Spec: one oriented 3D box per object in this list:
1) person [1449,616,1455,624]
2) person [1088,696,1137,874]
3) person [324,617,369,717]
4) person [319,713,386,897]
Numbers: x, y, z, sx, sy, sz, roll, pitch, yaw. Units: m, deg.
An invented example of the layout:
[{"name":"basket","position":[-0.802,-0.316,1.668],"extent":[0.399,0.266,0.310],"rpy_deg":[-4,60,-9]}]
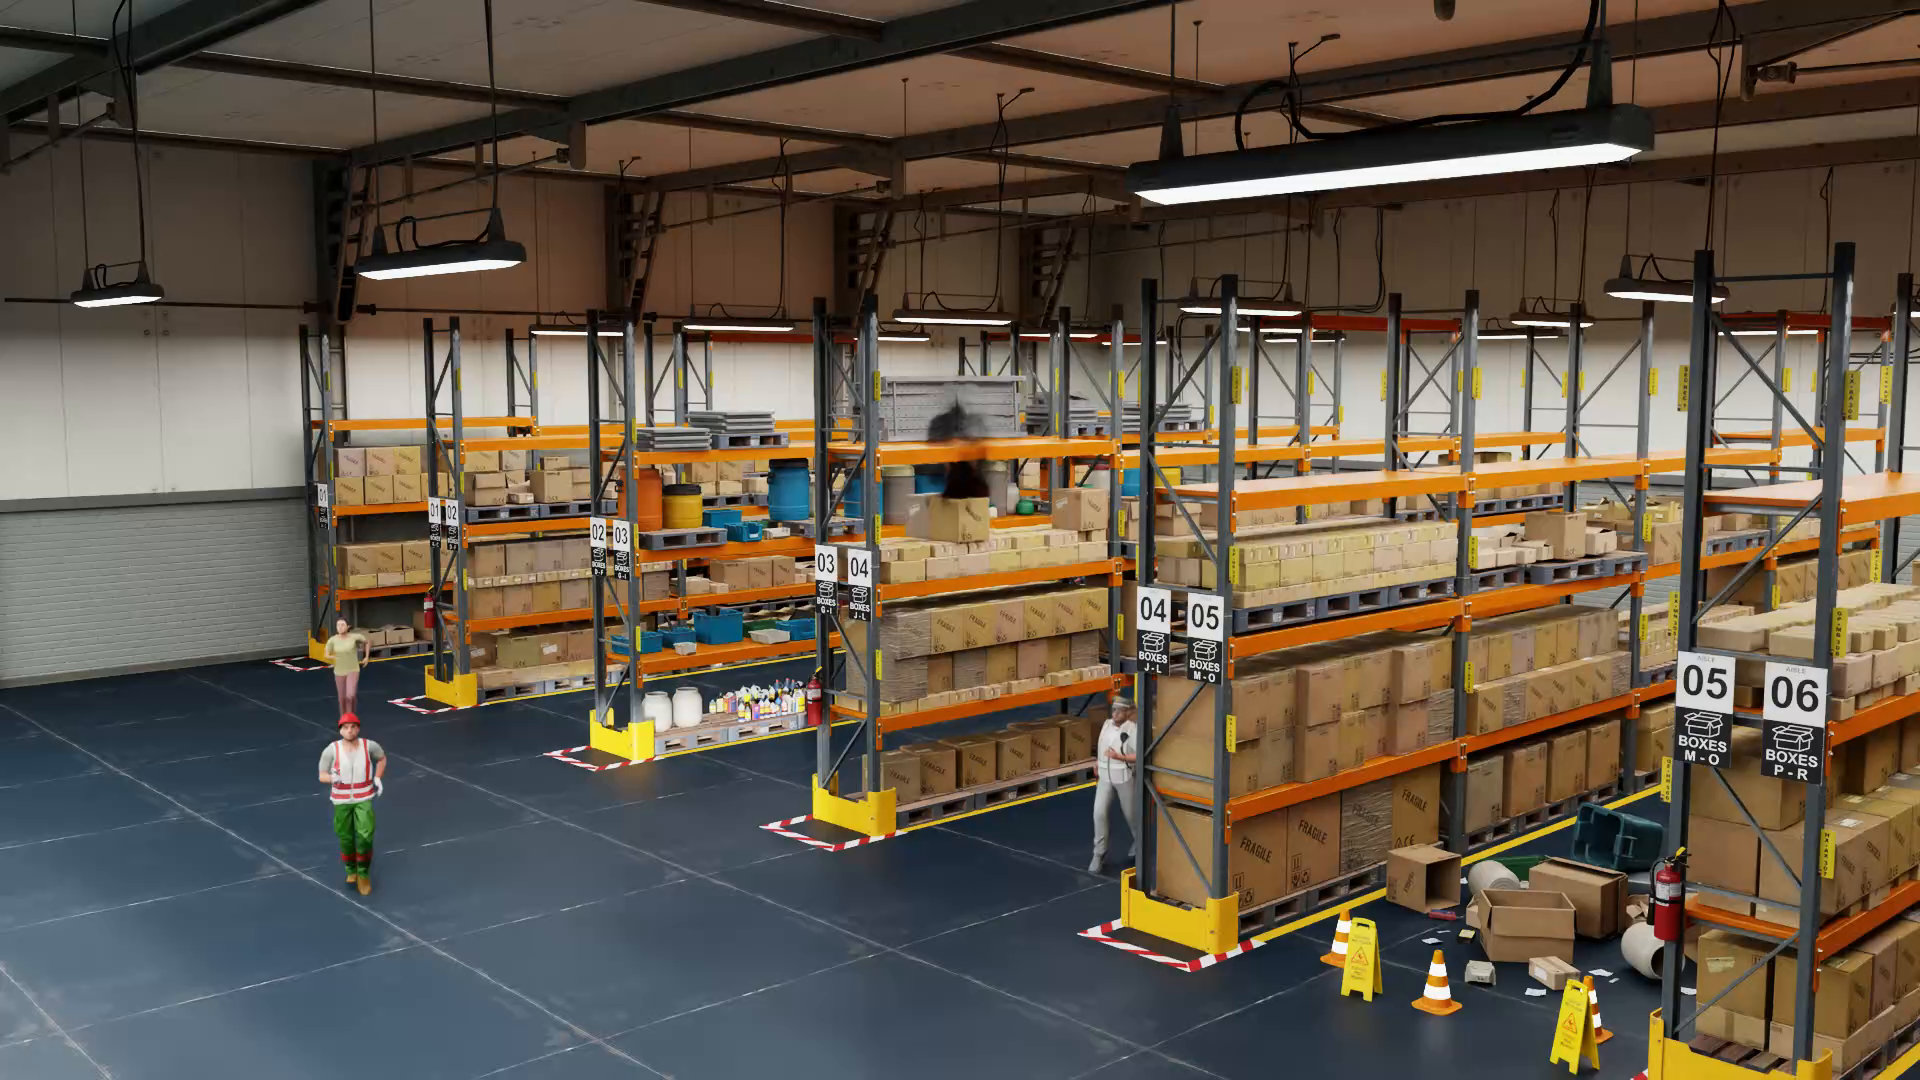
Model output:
[{"name":"person","position":[7.404,1.899,24.598],"extent":[0.661,1.648,0.565],"rpy_deg":[-4,7,-37]},{"name":"person","position":[1.670,2.503,17.401],"extent":[0.646,1.794,0.888],"rpy_deg":[4,7,32]},{"name":"person","position":[-8.773,1.936,23.820],"extent":[0.580,1.710,0.862],"rpy_deg":[-1,6,-10]},{"name":"person","position":[-6.004,2.620,16.465],"extent":[0.631,1.823,0.694],"rpy_deg":[-2,6,-19]}]
